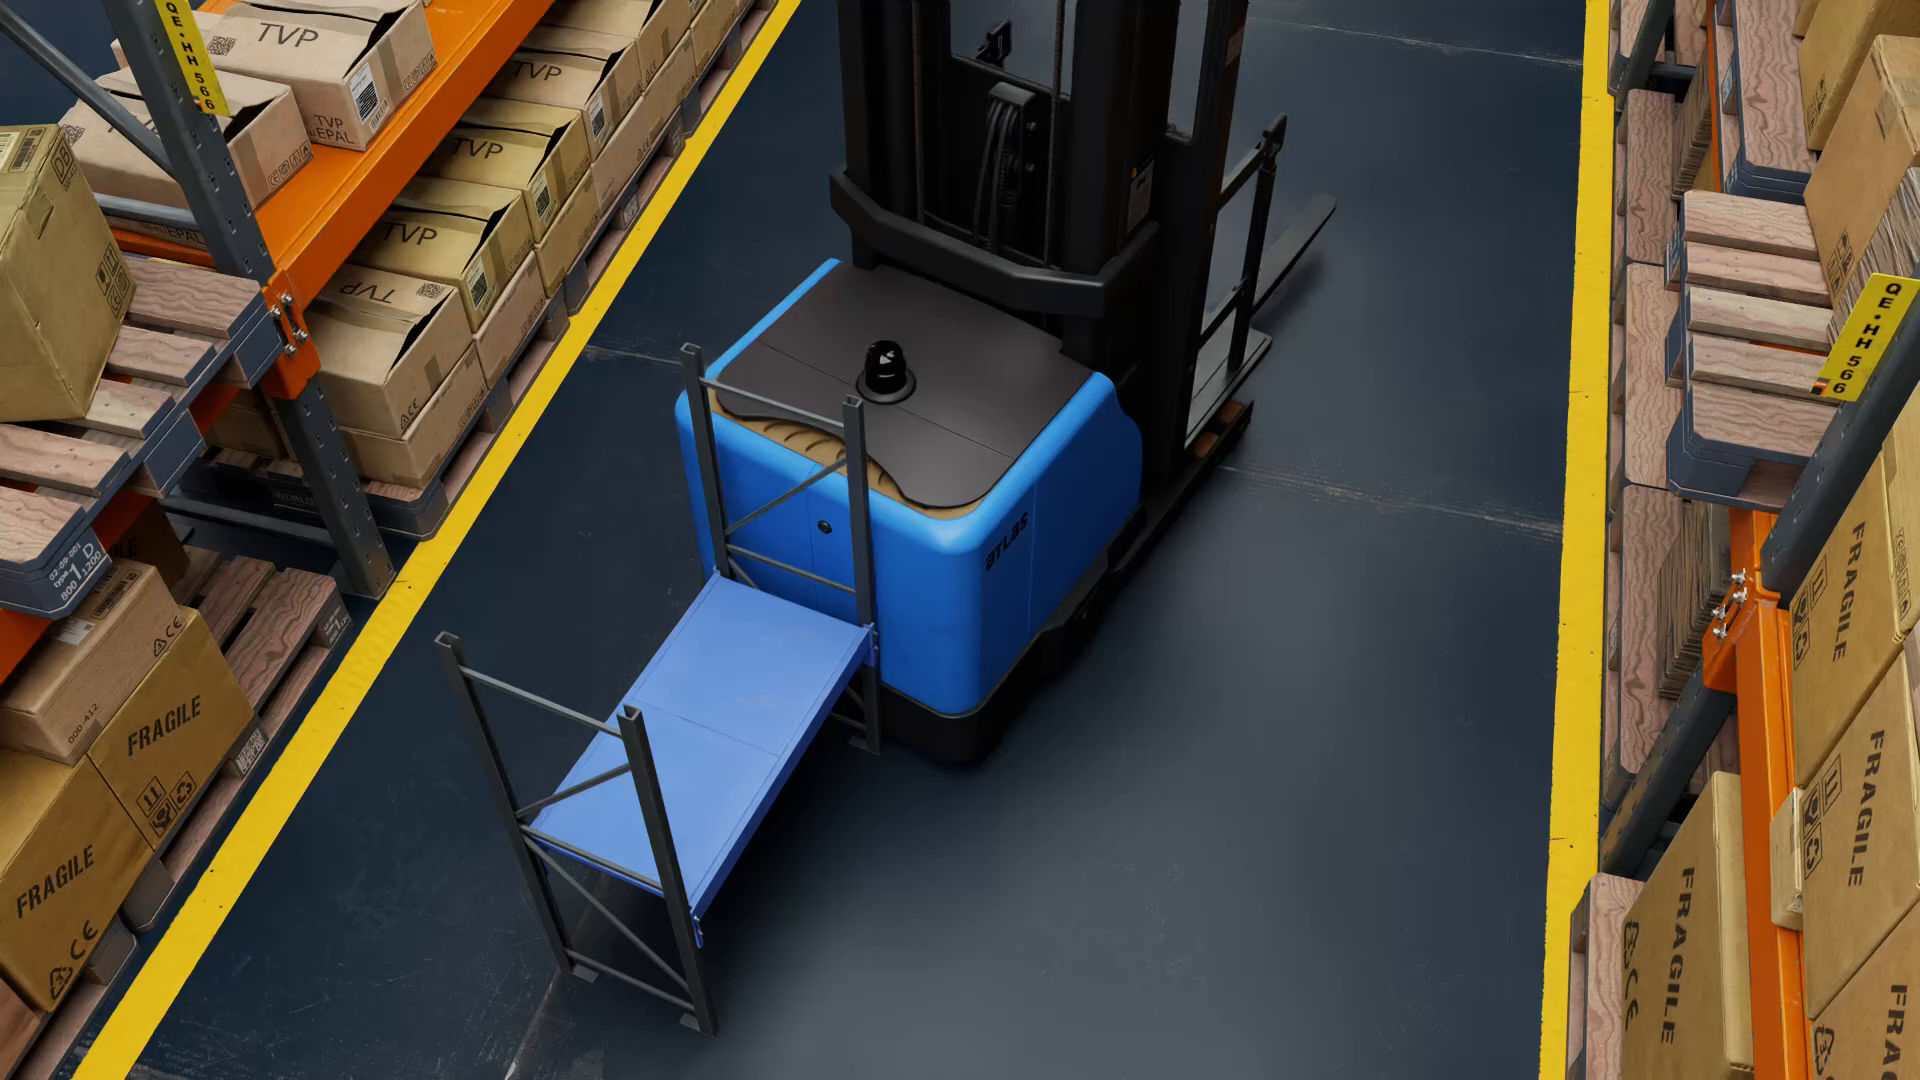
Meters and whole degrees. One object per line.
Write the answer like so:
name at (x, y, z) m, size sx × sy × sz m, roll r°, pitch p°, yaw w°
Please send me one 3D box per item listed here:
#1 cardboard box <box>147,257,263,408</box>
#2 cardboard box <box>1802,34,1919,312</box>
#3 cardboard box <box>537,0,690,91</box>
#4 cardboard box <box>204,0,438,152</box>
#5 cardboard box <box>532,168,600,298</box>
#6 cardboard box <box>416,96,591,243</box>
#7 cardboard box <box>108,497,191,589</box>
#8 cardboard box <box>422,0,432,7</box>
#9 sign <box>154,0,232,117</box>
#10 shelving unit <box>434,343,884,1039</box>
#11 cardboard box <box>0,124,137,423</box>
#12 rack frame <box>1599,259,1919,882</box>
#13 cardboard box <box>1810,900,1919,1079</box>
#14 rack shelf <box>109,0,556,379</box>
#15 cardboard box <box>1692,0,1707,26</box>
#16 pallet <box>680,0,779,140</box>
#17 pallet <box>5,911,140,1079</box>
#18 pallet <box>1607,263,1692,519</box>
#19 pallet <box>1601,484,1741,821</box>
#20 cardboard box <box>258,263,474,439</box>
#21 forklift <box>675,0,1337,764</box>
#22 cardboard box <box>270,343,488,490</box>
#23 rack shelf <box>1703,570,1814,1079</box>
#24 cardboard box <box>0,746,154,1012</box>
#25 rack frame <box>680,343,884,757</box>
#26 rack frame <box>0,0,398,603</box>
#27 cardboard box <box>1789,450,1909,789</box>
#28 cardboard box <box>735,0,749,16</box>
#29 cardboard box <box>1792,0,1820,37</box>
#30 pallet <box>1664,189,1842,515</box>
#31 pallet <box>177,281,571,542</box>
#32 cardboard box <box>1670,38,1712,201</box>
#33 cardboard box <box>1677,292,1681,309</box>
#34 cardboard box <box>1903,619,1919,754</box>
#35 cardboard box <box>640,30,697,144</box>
cardboard box at (-2.507, -0.768, 5.607) m, size 0.500 × 0.311 × 0.500 m, roll 13°, pitch 50°, yaw 11°
cardboard box at (2.607, -0.881, 4.167) m, size 0.700 × 0.500 × 0.500 m, roll 7°, pitch 49°, yaw 6°
cardboard box at (-1.449, -2.146, 6.824) m, size 0.500 × 0.311 × 0.500 m, roll 11°, pitch 50°, yaw 10°
cardboard box at (-1.985, -1.505, 5.137) m, size 0.500 × 0.311 × 0.500 m, roll 11°, pitch 49°, yaw 10°
cardboard box at (-1.724, -1.217, 6.377) m, size 0.500 × 0.250 × 0.500 m, roll 10°, pitch 49°, yaw 9°
cardboard box at (-1.720, -1.412, 6.175) m, size 0.500 × 0.311 × 0.500 m, roll 10°, pitch 49°, yaw 9°
cardboard box at (-2.803, 0.028, 5.098) m, size 0.500 × 0.500 × 0.500 m, roll 13°, pitch 50°, yaw 12°
cardboard box at (-1.982, -2.176, 5.603) m, size 0.500 × 0.500 × 0.500 m, roll 9°, pitch 49°, yaw 8°
sign at (-1.882, -1.183, 4.074) m, size 0.100 × 0.325 × 0.005 m, roll 12°, pitch 50°, yaw 10°
shelving unit at (-0.681, 0.433, 4.367) m, size 0.538 × 1.500 × 1.048 m, roll 19°, pitch 51°, yaw 16°
cardboard box at (-2.465, -0.620, 3.950) m, size 0.700 × 0.500 × 0.500 m, roll -3°, pitch 49°, yaw -3°
rack frame at (2.372, 0.049, 3.706) m, size 1.000 × 3.000 × 0.127 m, roll 12°, pitch 50°, yaw 10°
cardboard box at (1.719, 0.947, 2.635) m, size 0.500 × 0.500 × 0.500 m, roll 11°, pitch 50°, yaw 10°
rack shelf at (-1.881, -2.135, 6.113) m, size 1.077 × 0.370 × 4.000 m, roll 12°, pitch 50°, yaw 10°
cardboard box at (3.537, -2.445, 7.504) m, size 0.380 × 0.166 × 0.250 m, roll 6°, pitch 49°, yaw 5°
pallet at (-1.511, -2.356, 7.689) m, size 1.003 × 0.211 × 1.213 m, roll 12°, pitch 50°, yaw 10°
pallet at (-2.964, 1.409, 4.366) m, size 1.003 × 0.211 × 1.213 m, roll 12°, pitch 50°, yaw 10°
pallet at (2.903, -0.473, 6.027) m, size 1.003 × 0.211 × 1.213 m, roll 12°, pitch 50°, yaw 10°
pallet at (2.580, 0.407, 5.250) m, size 1.003 × 0.211 × 1.213 m, roll 12°, pitch 50°, yaw 10°
cardboard box at (-1.986, -0.662, 5.513) m, size 0.500 × 0.311 × 0.500 m, roll 13°, pitch 50°, yaw 11°
forklift at (0.403, -1.376, 5.010) m, size 1.130 × 2.935 × 3.031 m, roll 26°, pitch 54°, yaw 21°
cardboard box at (-1.986, -0.476, 5.723) m, size 0.500 × 0.250 × 0.500 m, roll 11°, pitch 50°, yaw 10°
rack shelf at (1.846, 1.733, 2.699) m, size 1.077 × 0.370 × 4.000 m, roll 12°, pitch 50°, yaw 10°
cardboard box at (-2.564, 0.853, 4.371) m, size 0.500 × 0.500 × 0.500 m, roll 10°, pitch 49°, yaw 9°
rack frame at (-0.470, 0.087, 4.673) m, size 0.500 × 1.500 × 0.032 m, roll 19°, pitch 51°, yaw 16°
rack frame at (-2.408, -0.926, 4.567) m, size 1.000 × 3.000 × 0.127 m, roll 12°, pitch 50°, yaw 10°
cardboard box at (1.998, 0.212, 3.284) m, size 0.500 × 0.500 × 0.500 m, roll 13°, pitch 50°, yaw 11°
cardboard box at (-1.184, -2.691, 7.678) m, size 0.500 × 0.250 × 0.500 m, roll 11°, pitch 50°, yaw 10°
cardboard box at (2.961, -1.777, 4.957) m, size 0.700 × 0.500 × 0.500 m, roll 18°, pitch 51°, yaw 15°
pallet at (2.457, -0.424, 4.252) m, size 1.213 × 0.211 × 1.003 m, roll 12°, pitch 50°, yaw 10°
pallet at (-2.153, -0.591, 6.131) m, size 1.003 × 0.211 × 1.213 m, roll 12°, pitch 50°, yaw 10°
cardboard box at (3.248, -1.627, 6.559) m, size 0.700 × 0.500 × 0.500 m, roll 13°, pitch 50°, yaw 11°
cardboard box at (2.987, -0.882, 5.902) m, size 0.700 × 0.500 × 0.500 m, roll 12°, pitch 50°, yaw 10°
cardboard box at (1.864, 0.329, 2.680) m, size 0.500 × 0.250 × 0.500 m, roll 11°, pitch 49°, yaw 10°
cardboard box at (-1.453, -1.956, 7.029) m, size 0.500 × 0.250 × 0.500 m, roll 13°, pitch 50°, yaw 11°
